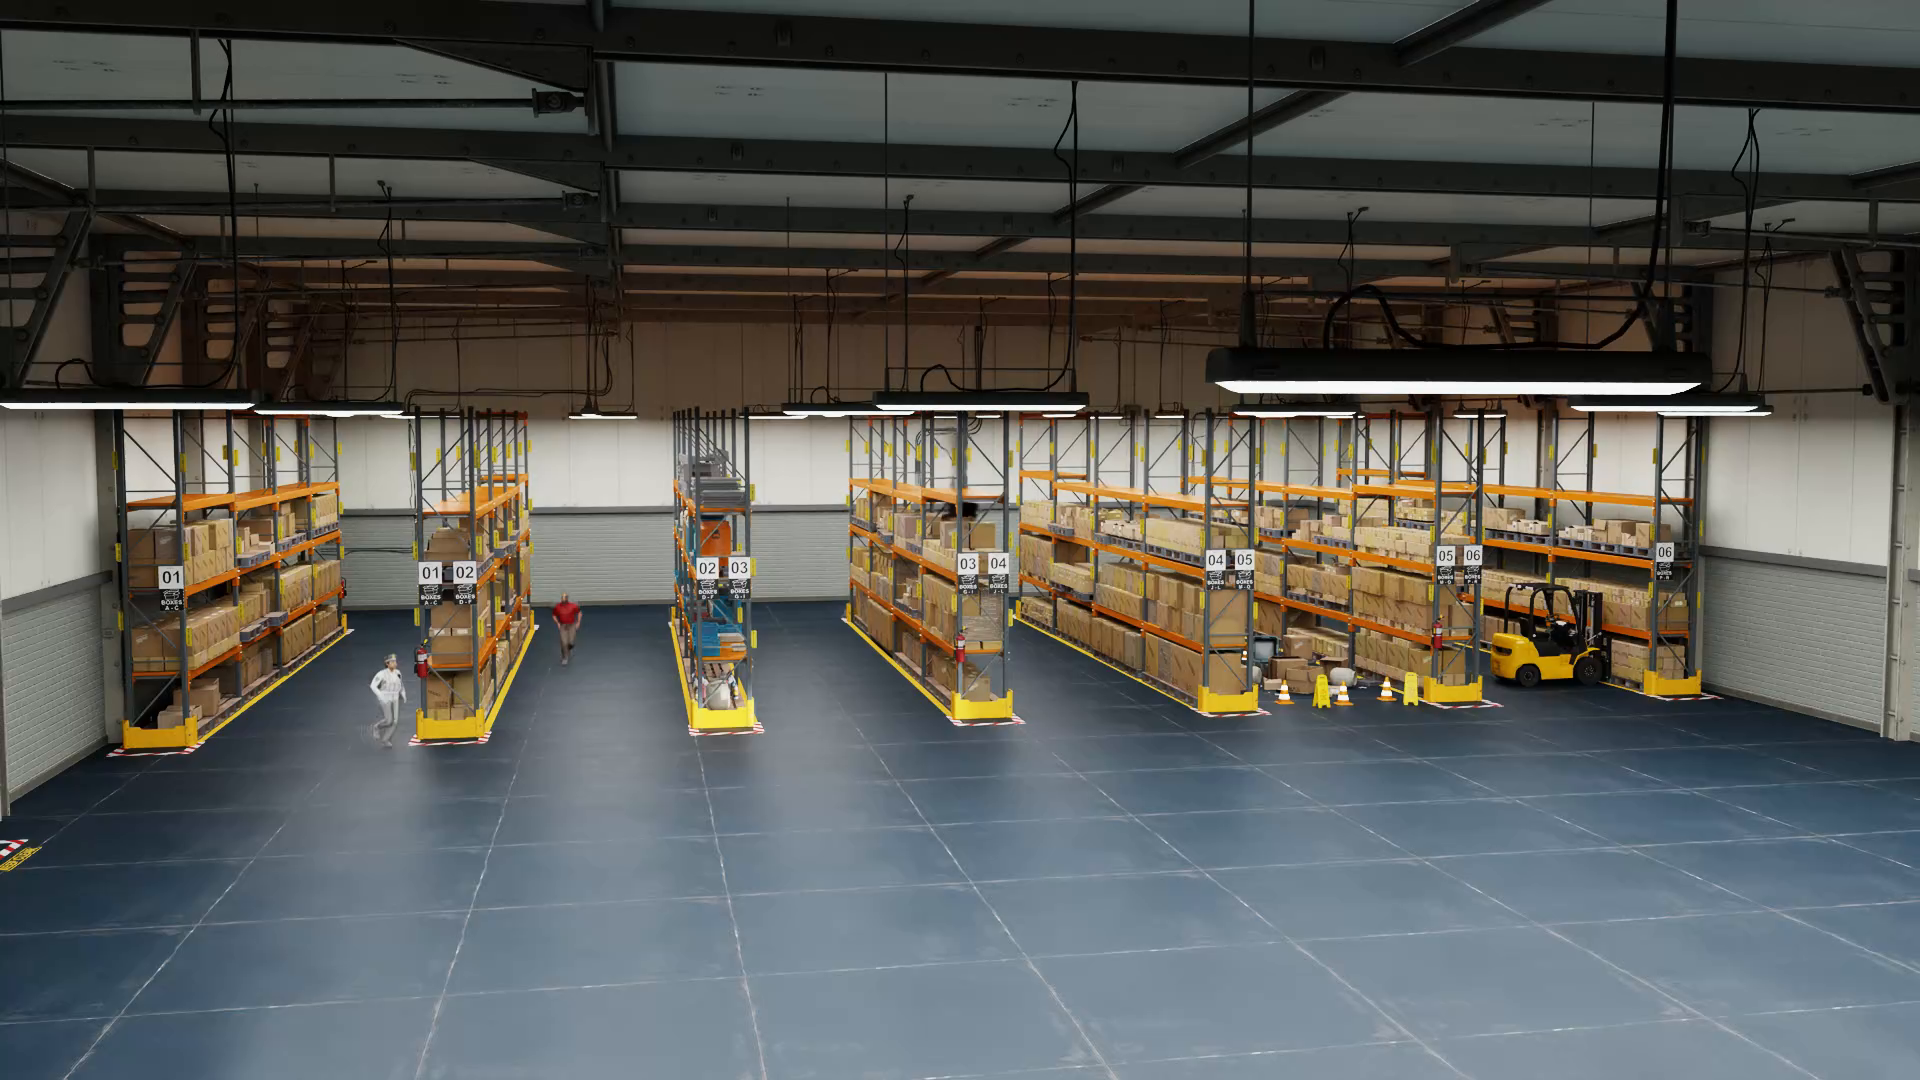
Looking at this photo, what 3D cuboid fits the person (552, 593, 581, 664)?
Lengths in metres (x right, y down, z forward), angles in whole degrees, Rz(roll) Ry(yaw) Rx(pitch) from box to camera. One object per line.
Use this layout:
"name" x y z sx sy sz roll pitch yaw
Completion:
"person" -9.311 2.093 39.365 0.678 1.692 0.650 -1 4 -11

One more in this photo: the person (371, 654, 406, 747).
"person" -10.100 2.819 29.420 0.516 1.626 0.637 3 5 38
